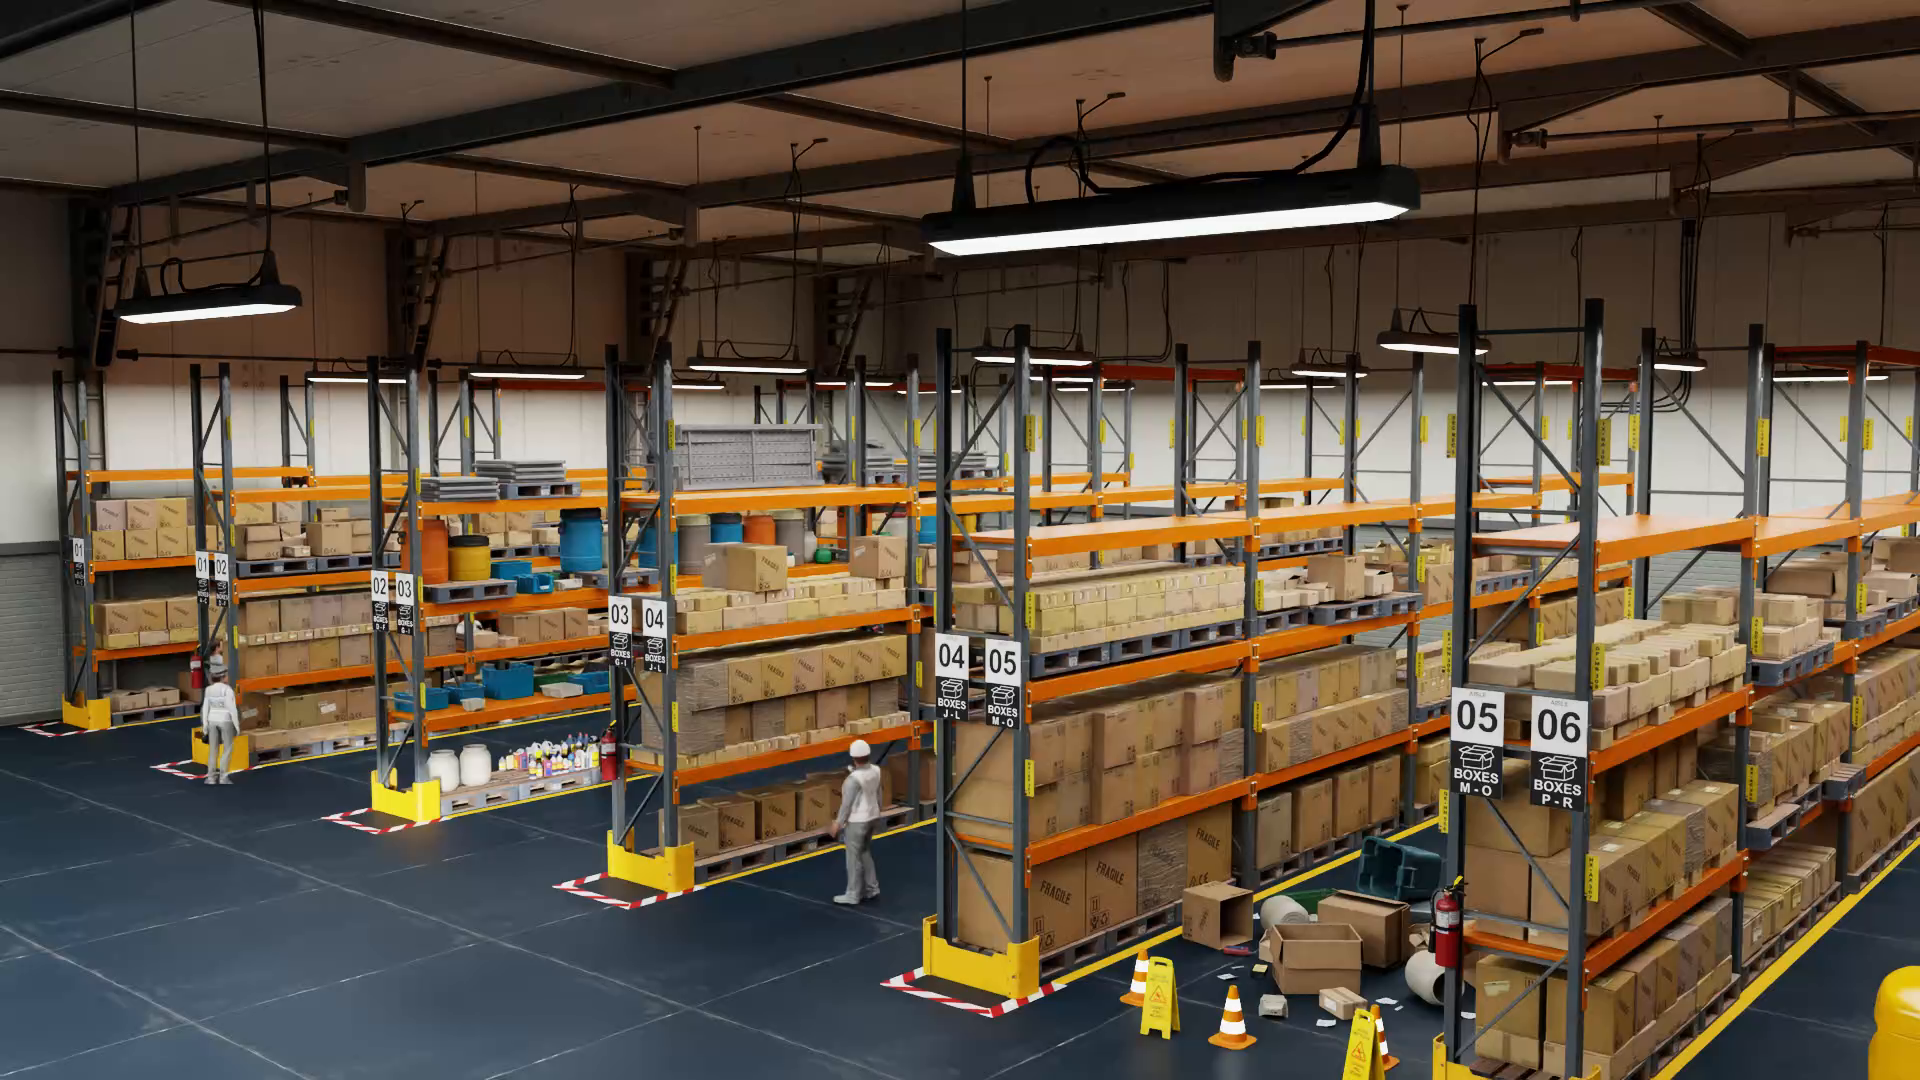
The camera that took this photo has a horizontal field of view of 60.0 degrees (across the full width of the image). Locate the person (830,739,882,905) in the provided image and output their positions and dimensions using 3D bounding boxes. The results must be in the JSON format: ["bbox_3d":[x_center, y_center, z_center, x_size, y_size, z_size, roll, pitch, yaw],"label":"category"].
[{"bbox_3d":[-1.097,3.019,17.785,0.468,1.813,0.621,2,5,25],"label":"person"}]

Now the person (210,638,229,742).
[{"bbox_3d":[-11.868,2.430,26.663,0.472,1.718,0.613,0,4,-5],"label":"person"}]

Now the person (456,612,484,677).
[{"bbox_3d":[-8.922,2.089,30.371,0.580,1.775,0.406,-4,5,-41],"label":"person"}]

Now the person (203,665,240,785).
[{"bbox_3d":[-10.478,2.636,23.568,0.565,1.721,0.376,1,4,11],"label":"person"}]
